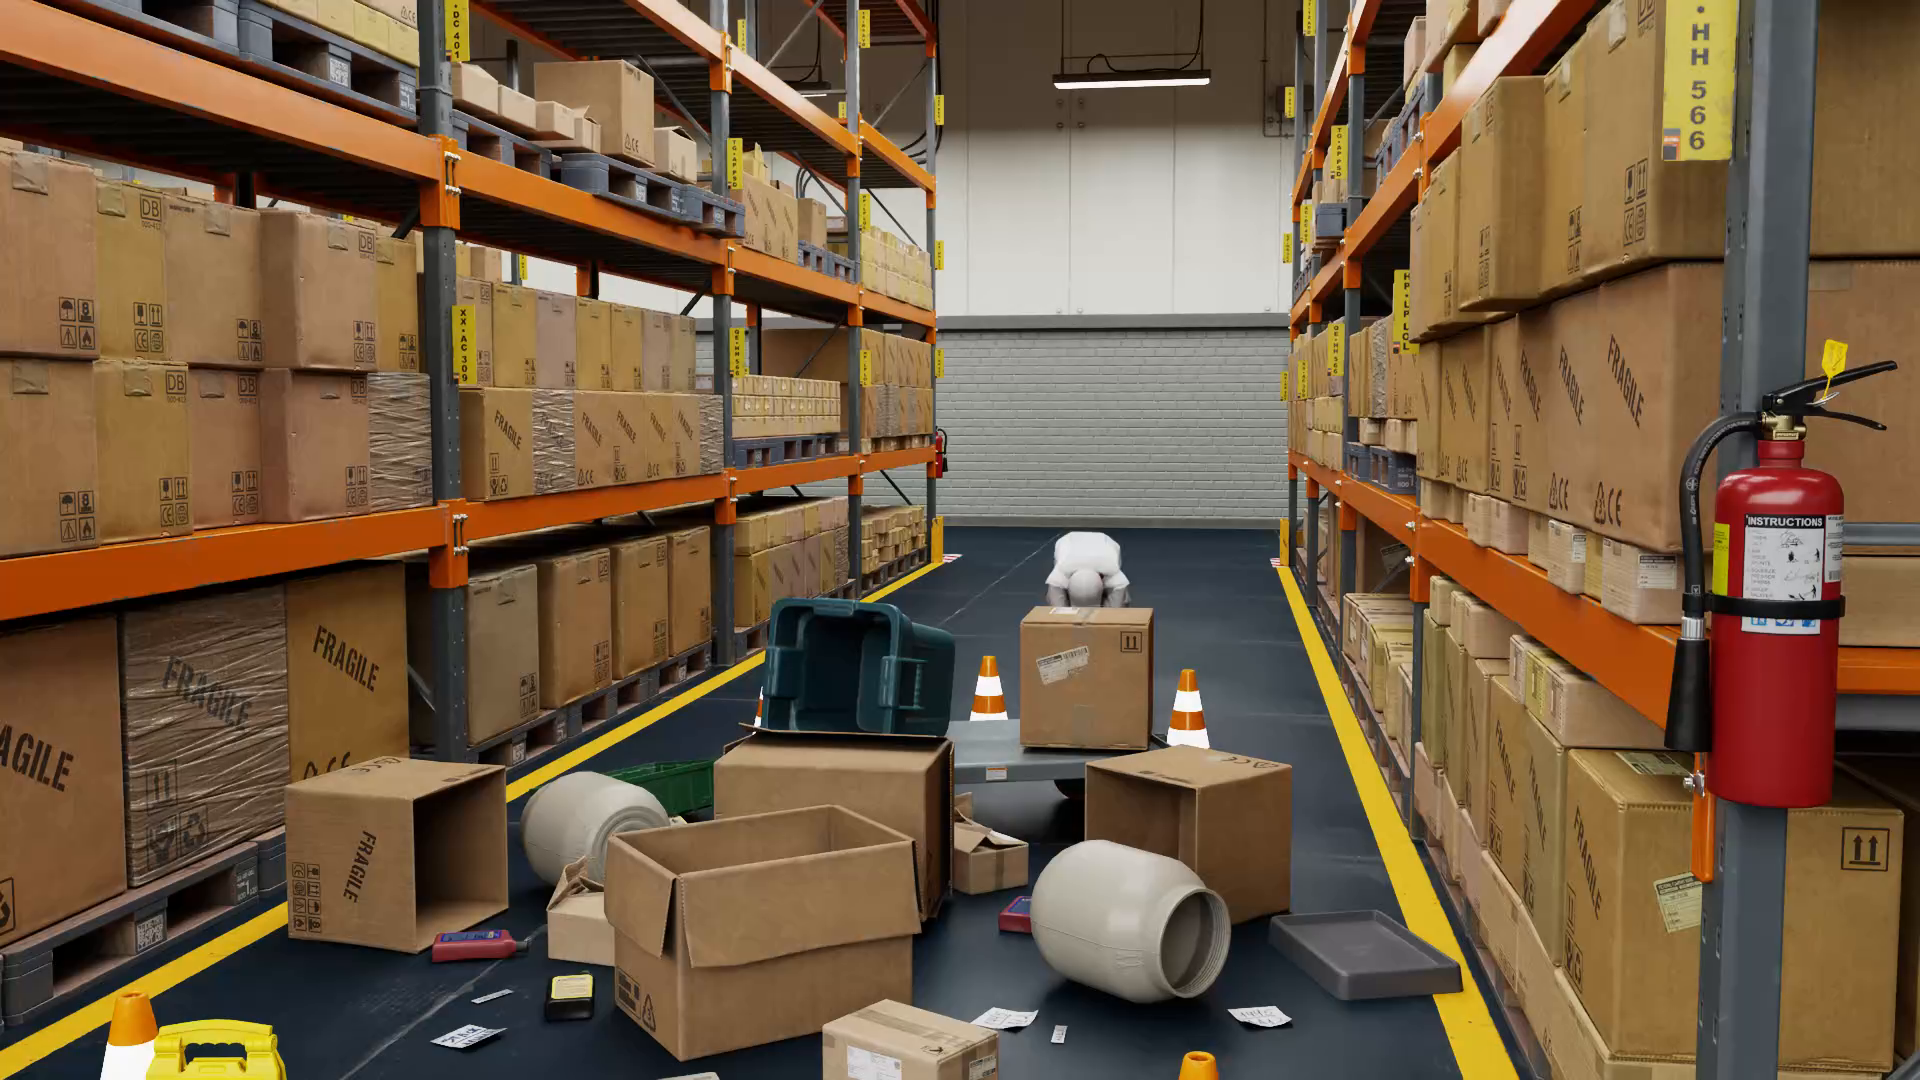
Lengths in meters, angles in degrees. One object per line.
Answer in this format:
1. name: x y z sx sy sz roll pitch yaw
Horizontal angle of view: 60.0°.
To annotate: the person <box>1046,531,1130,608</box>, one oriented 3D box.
1. person: 0.788 0.432 10.267 0.525 0.945 0.982 0 4 6
